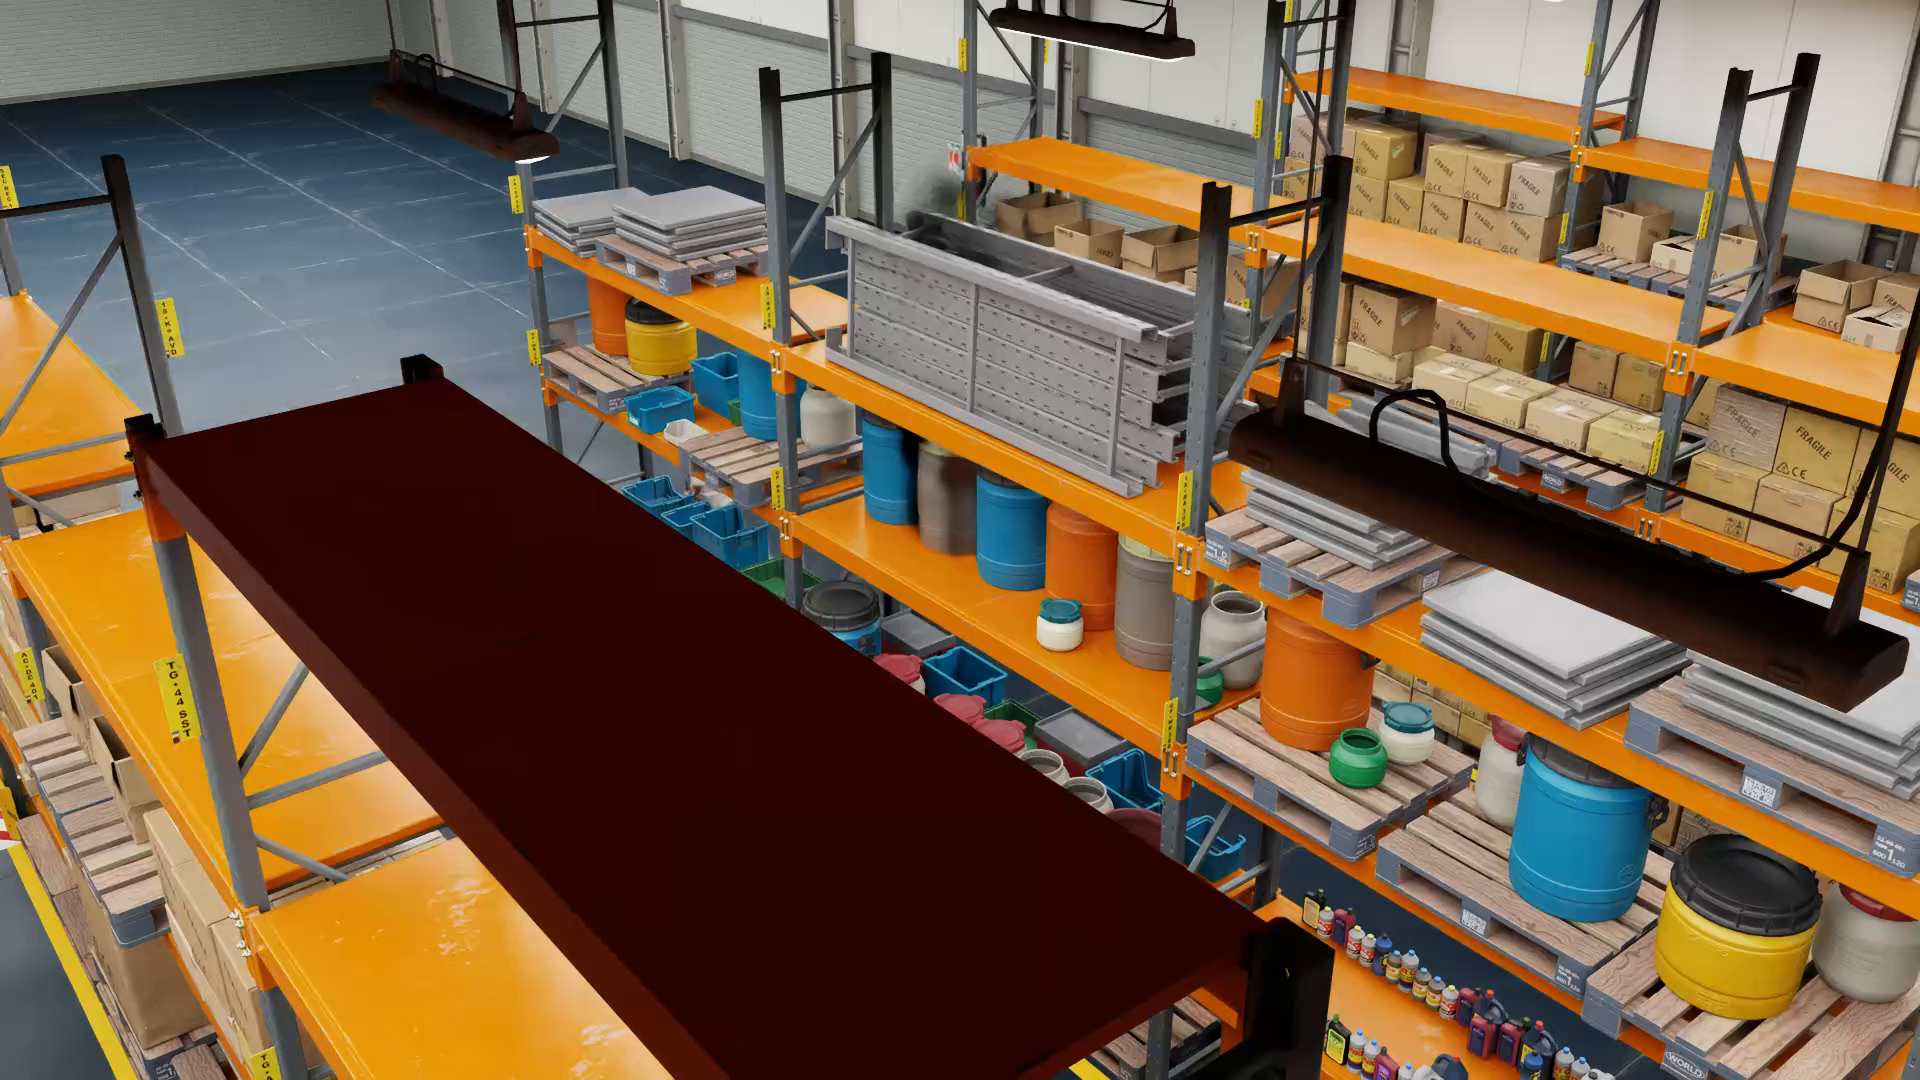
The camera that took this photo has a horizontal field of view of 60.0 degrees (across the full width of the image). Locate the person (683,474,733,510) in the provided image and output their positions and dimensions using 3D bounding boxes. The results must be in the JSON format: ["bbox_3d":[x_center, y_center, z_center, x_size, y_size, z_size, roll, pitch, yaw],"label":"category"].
[{"bbox_3d":[-2.517,-0.405,17.142,0.691,1.749,0.710,14,29,26],"label":"person"}]
